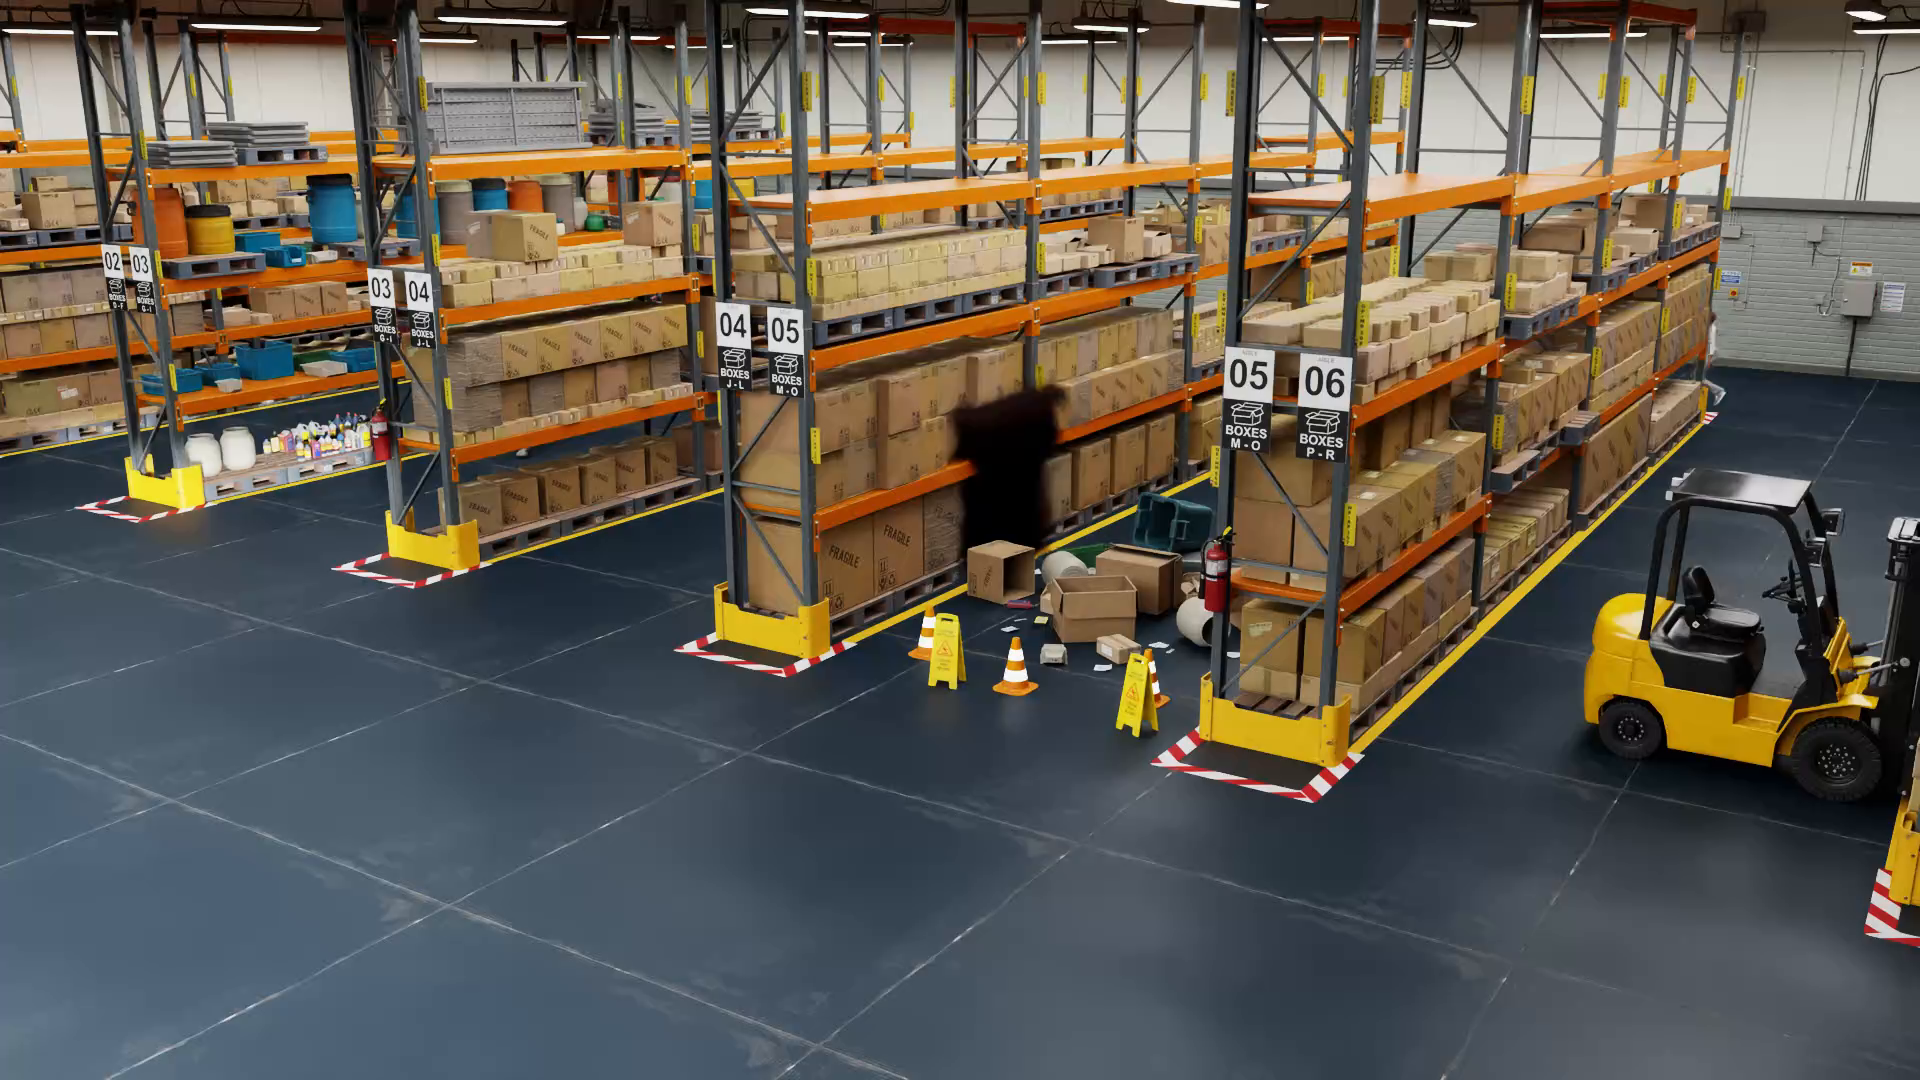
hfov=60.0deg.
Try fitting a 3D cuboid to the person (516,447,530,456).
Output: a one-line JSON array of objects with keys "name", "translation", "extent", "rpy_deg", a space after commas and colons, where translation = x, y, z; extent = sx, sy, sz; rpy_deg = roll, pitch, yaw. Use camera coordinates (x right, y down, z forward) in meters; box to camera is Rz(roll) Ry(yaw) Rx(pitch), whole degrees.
[{"name": "person", "translation": [-6.163, -2.096, 23.511], "extent": [0.499, 1.733, 0.911], "rpy_deg": [5, 16, 16]}]

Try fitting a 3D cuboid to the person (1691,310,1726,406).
[{"name": "person", "translation": [12.036, -2.911, 26.708], "extent": [0.662, 1.564, 0.441], "rpy_deg": [10, 18, 32]}]
